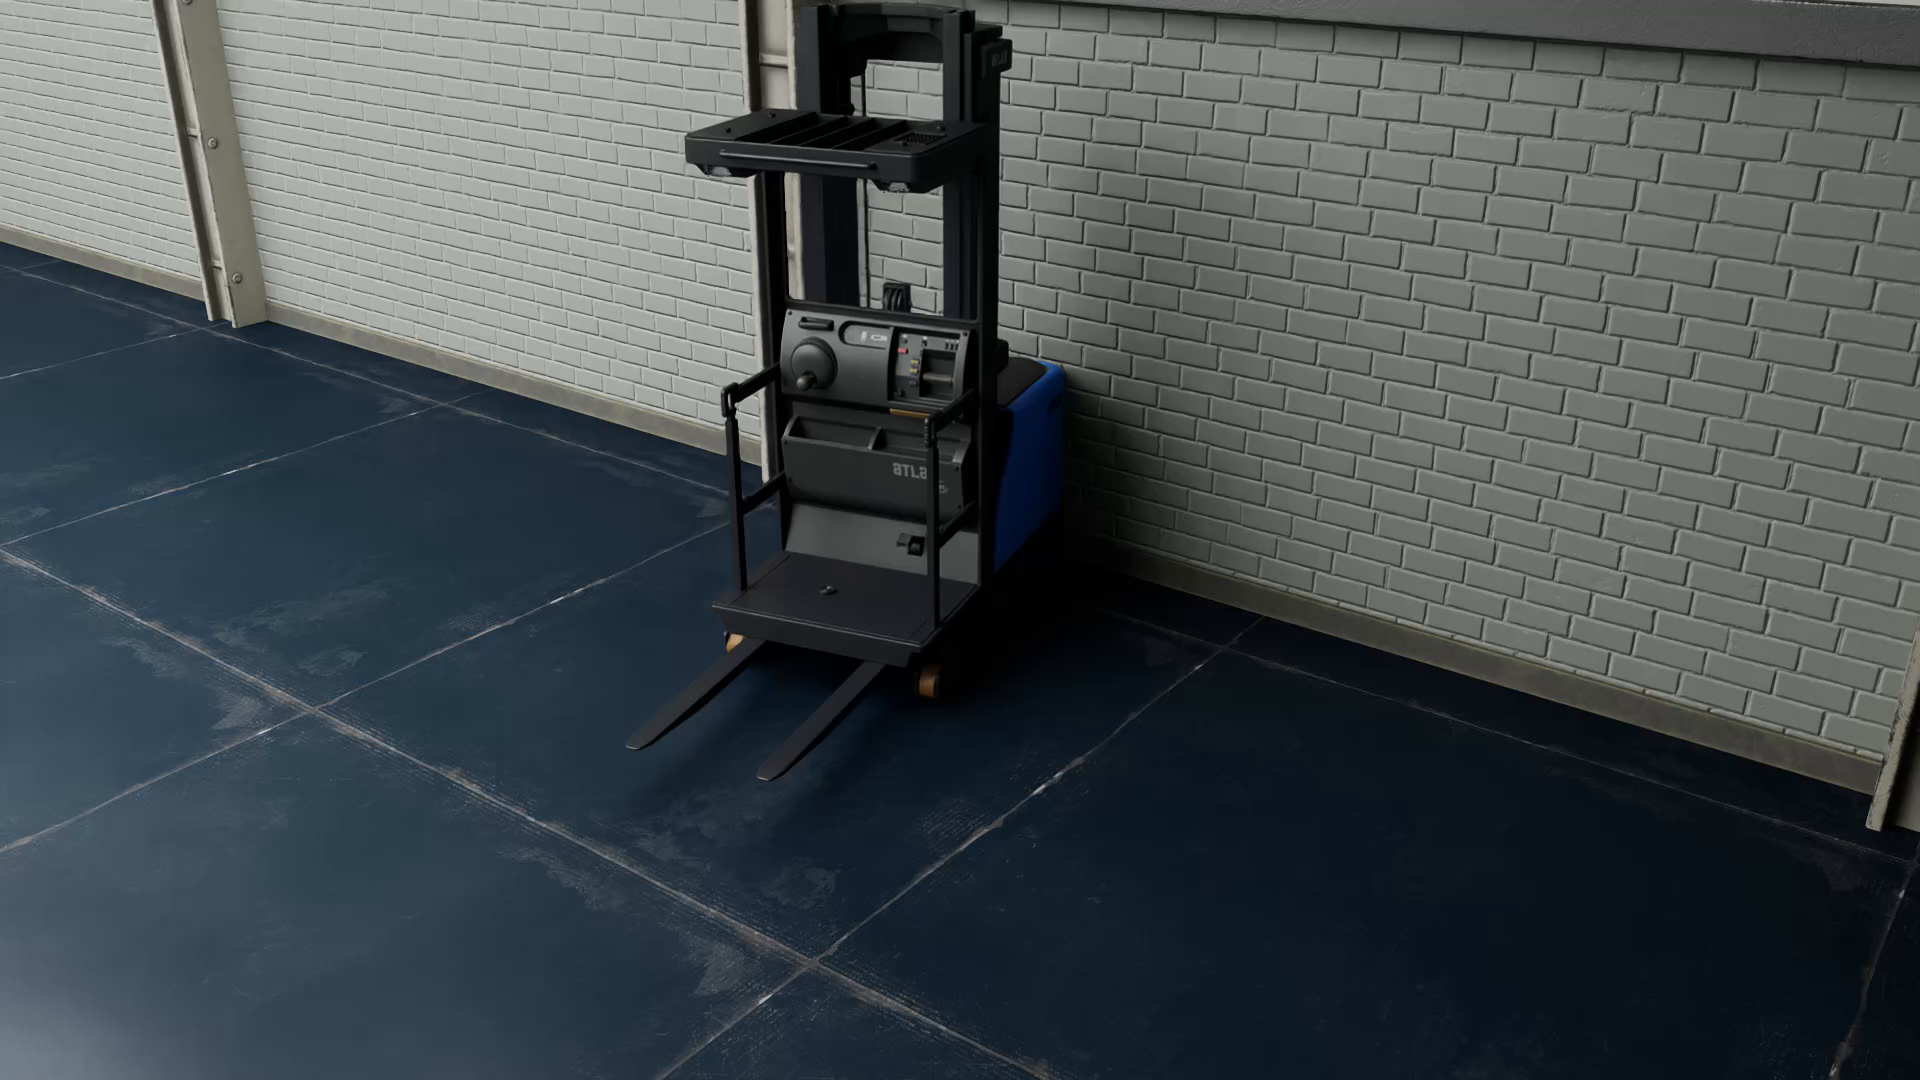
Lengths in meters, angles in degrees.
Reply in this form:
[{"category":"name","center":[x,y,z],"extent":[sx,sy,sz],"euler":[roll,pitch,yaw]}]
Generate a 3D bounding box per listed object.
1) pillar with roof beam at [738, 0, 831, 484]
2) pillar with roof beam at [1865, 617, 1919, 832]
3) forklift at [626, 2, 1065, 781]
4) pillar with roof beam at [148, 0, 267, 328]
[{"category":"pillar with roof beam","center":[-3.514,-3.035,4.977],"extent":[0.400,9.000,9.100],"euler":[17,29,33]},{"category":"pillar with roof beam","center":[1.288,-1.584,1.684],"extent":[0.400,9.000,9.100],"euler":[17,29,33]},{"category":"forklift","center":[-0.474,-0.805,7.442],"extent":[1.130,2.935,3.031],"euler":[10,26,21]},{"category":"pillar with roof beam","center":[-8.315,-4.486,8.270],"extent":[0.400,9.000,9.100],"euler":[17,29,33]}]
